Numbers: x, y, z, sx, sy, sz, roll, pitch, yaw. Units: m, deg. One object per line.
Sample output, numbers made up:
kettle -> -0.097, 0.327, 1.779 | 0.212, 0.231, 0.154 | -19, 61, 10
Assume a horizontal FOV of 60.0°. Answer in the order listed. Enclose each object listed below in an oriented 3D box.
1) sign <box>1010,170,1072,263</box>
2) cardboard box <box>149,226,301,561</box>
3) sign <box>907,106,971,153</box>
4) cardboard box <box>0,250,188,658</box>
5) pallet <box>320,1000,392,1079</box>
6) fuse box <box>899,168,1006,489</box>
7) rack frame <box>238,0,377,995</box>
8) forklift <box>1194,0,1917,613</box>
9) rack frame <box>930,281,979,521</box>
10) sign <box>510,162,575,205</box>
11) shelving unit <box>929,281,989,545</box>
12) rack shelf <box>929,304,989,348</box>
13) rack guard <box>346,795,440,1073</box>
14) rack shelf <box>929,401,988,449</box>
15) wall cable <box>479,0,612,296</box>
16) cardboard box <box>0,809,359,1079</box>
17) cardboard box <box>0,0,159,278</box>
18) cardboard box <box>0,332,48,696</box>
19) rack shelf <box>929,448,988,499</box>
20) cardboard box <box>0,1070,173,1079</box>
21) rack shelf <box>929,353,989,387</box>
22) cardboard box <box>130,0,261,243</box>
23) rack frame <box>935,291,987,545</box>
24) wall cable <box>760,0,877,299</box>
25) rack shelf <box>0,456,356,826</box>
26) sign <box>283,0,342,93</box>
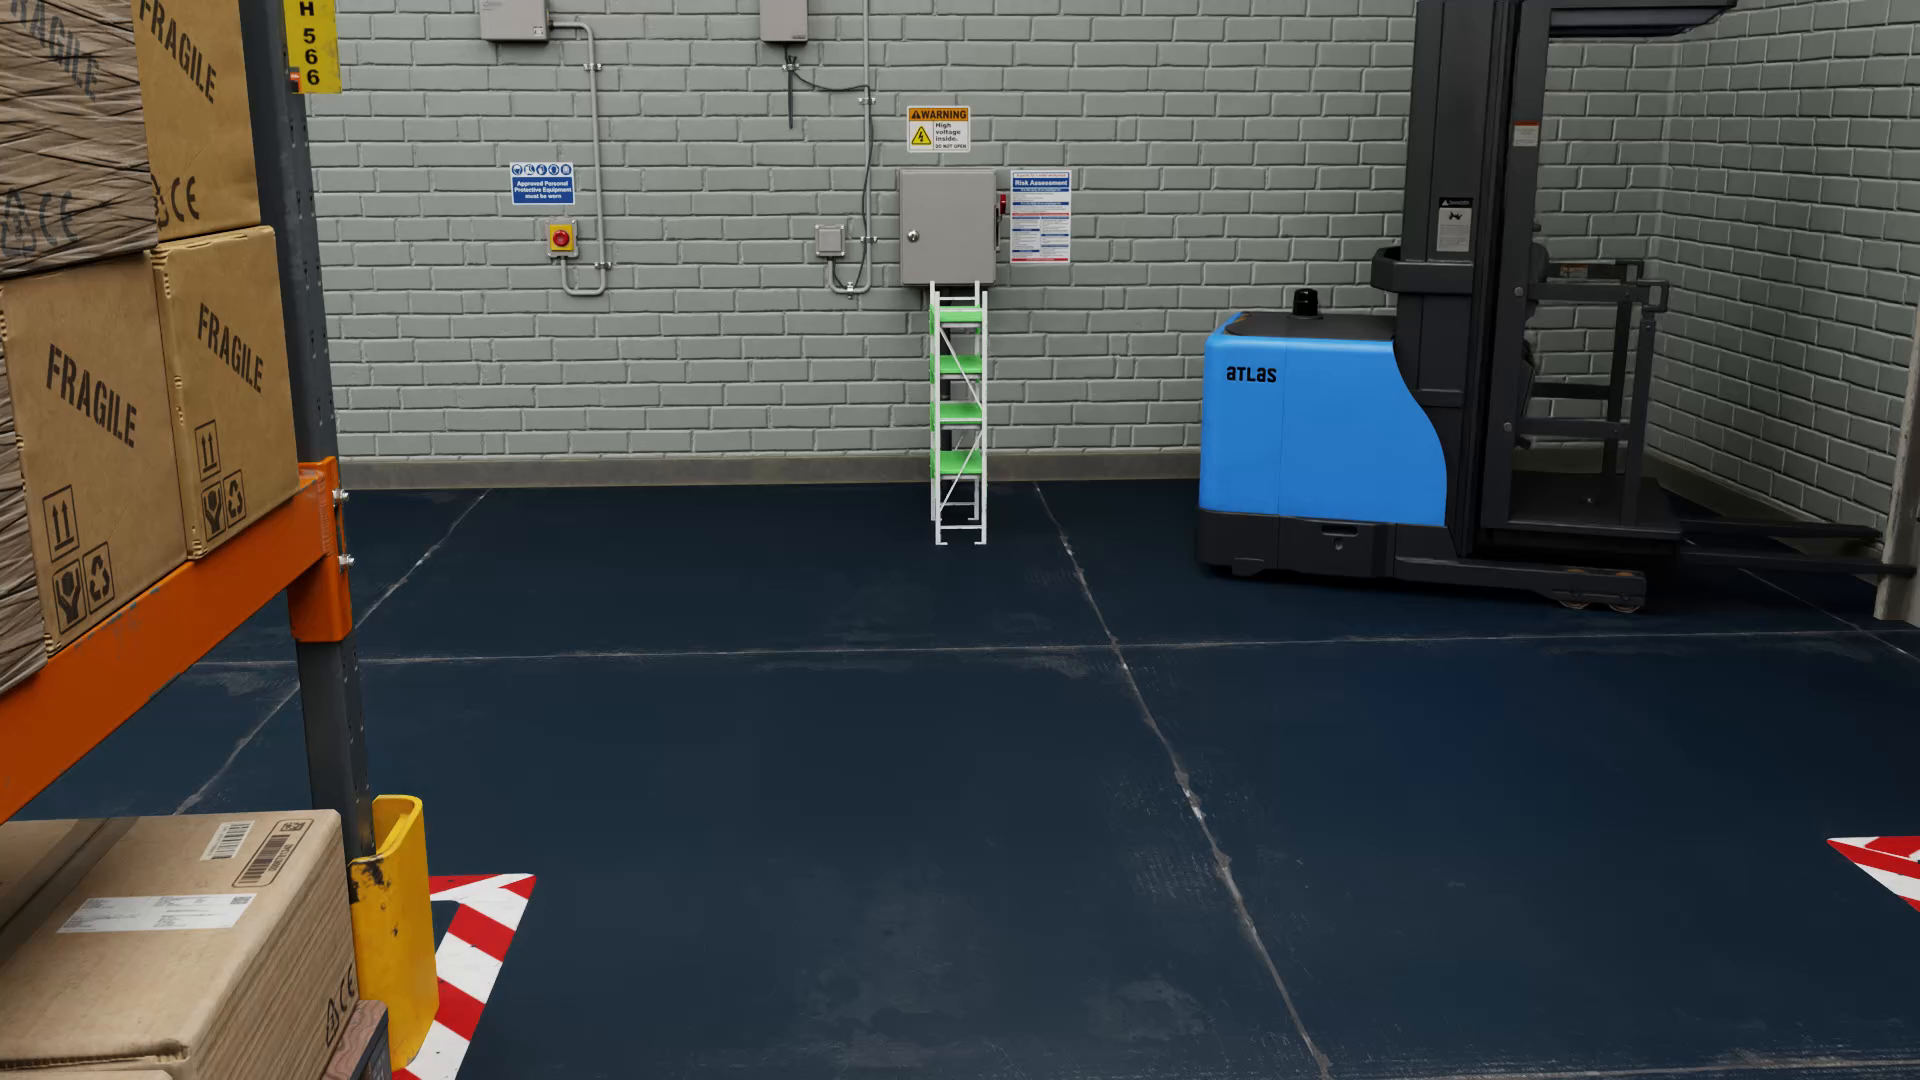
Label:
sign -> 0.435, -1.745, 8.978 | 0.329, 0.494, 0.001 | -1, 14, -3
cardboard box -> -1.484, -0.266, 2.839 | 0.500, 0.500, 0.500 | -1, 14, -3
sign -> -0.113, -2.182, 8.830 | 0.339, 0.242, 0.001 | -1, 14, -3
cardboard box -> -1.468, -0.141, 2.353 | 0.500, 0.500, 0.500 | -1, 14, -5
pallet -> -1.651, 1.215, 2.881 | 1.003, 0.211, 1.213 | -1, 14, -3
fuse box -> -0.045, -1.107, 8.896 | 0.539, 1.711, 0.414 | -1, 14, -3
rack frame -> -1.778, -0.333, 3.302 | 1.000, 3.000, 0.127 | -1, 14, -3
forklift -> 2.618, -1.267, 7.067 | 3.031, 2.935, 1.130 | 4, 15, 16
rack frame -> -0.025, -0.683, 8.273 | 0.240, 1.200, 0.015 | -1, 14, -3
sign -> -2.203, -1.881, 8.773 | 0.327, 0.218, 0.001 | -1, 14, -3
shelving unit -> -0.010, -0.622, 8.037 | 0.258, 1.200, 0.503 | -1, 14, -3
rack shelf -> -0.010, -1.025, 7.933 | 0.258, 0.148, 0.480 | -1, 14, -3
rack guard -> -1.780, 0.871, 3.637 | 1.175, 0.500, 0.348 | -1, 14, -3
rack shelf -> -0.010, -0.560, 8.053 | 0.258, 0.148, 0.480 | -1, 14, -3
wall cable -> -2.151, -2.242, 8.620 | 0.585, 1.953, 0.123 | -1, 14, -3
cardboard box -> -1.638, 0.867, 2.937 | 0.875, 0.438, 0.875 | -1, 14, -5
cardboard box -> -1.449, -0.620, 2.210 | 0.500, 0.500, 0.500 | -1, 14, -3
cardboard box -> -1.427, -0.013, 1.856 | 0.500, 0.500, 0.500 | 0, 14, -2
rack shelf -> -0.010, -0.328, 8.113 | 0.258, 0.148, 0.480 | -1, 14, -3
cardboard box -> -1.573, 1.094, 2.053 | 0.875, 0.438, 0.875 | 0, 14, -2
rack shelf -> -0.010, -0.793, 7.993 | 0.258, 0.148, 0.480 | -1, 14, -3
cardboard box -> -1.511, -0.750, 2.713 | 0.500, 0.500, 0.500 | 0, 14, -2
rack frame -> 0.005, -0.562, 7.801 | 0.240, 1.200, 0.015 | -1, 14, -3
wall cable -> -0.736, -2.252, 8.721 | 0.588, 1.984, 0.122 | -1, 14, -3
rack shelf -> -1.654, 0.513, 1.458 | 1.077, 0.370, 4.000 | -1, 14, -3
sign -> -1.236, -1.014, 3.147 | 0.100, 0.325, 0.005 | -1, 14, -3
